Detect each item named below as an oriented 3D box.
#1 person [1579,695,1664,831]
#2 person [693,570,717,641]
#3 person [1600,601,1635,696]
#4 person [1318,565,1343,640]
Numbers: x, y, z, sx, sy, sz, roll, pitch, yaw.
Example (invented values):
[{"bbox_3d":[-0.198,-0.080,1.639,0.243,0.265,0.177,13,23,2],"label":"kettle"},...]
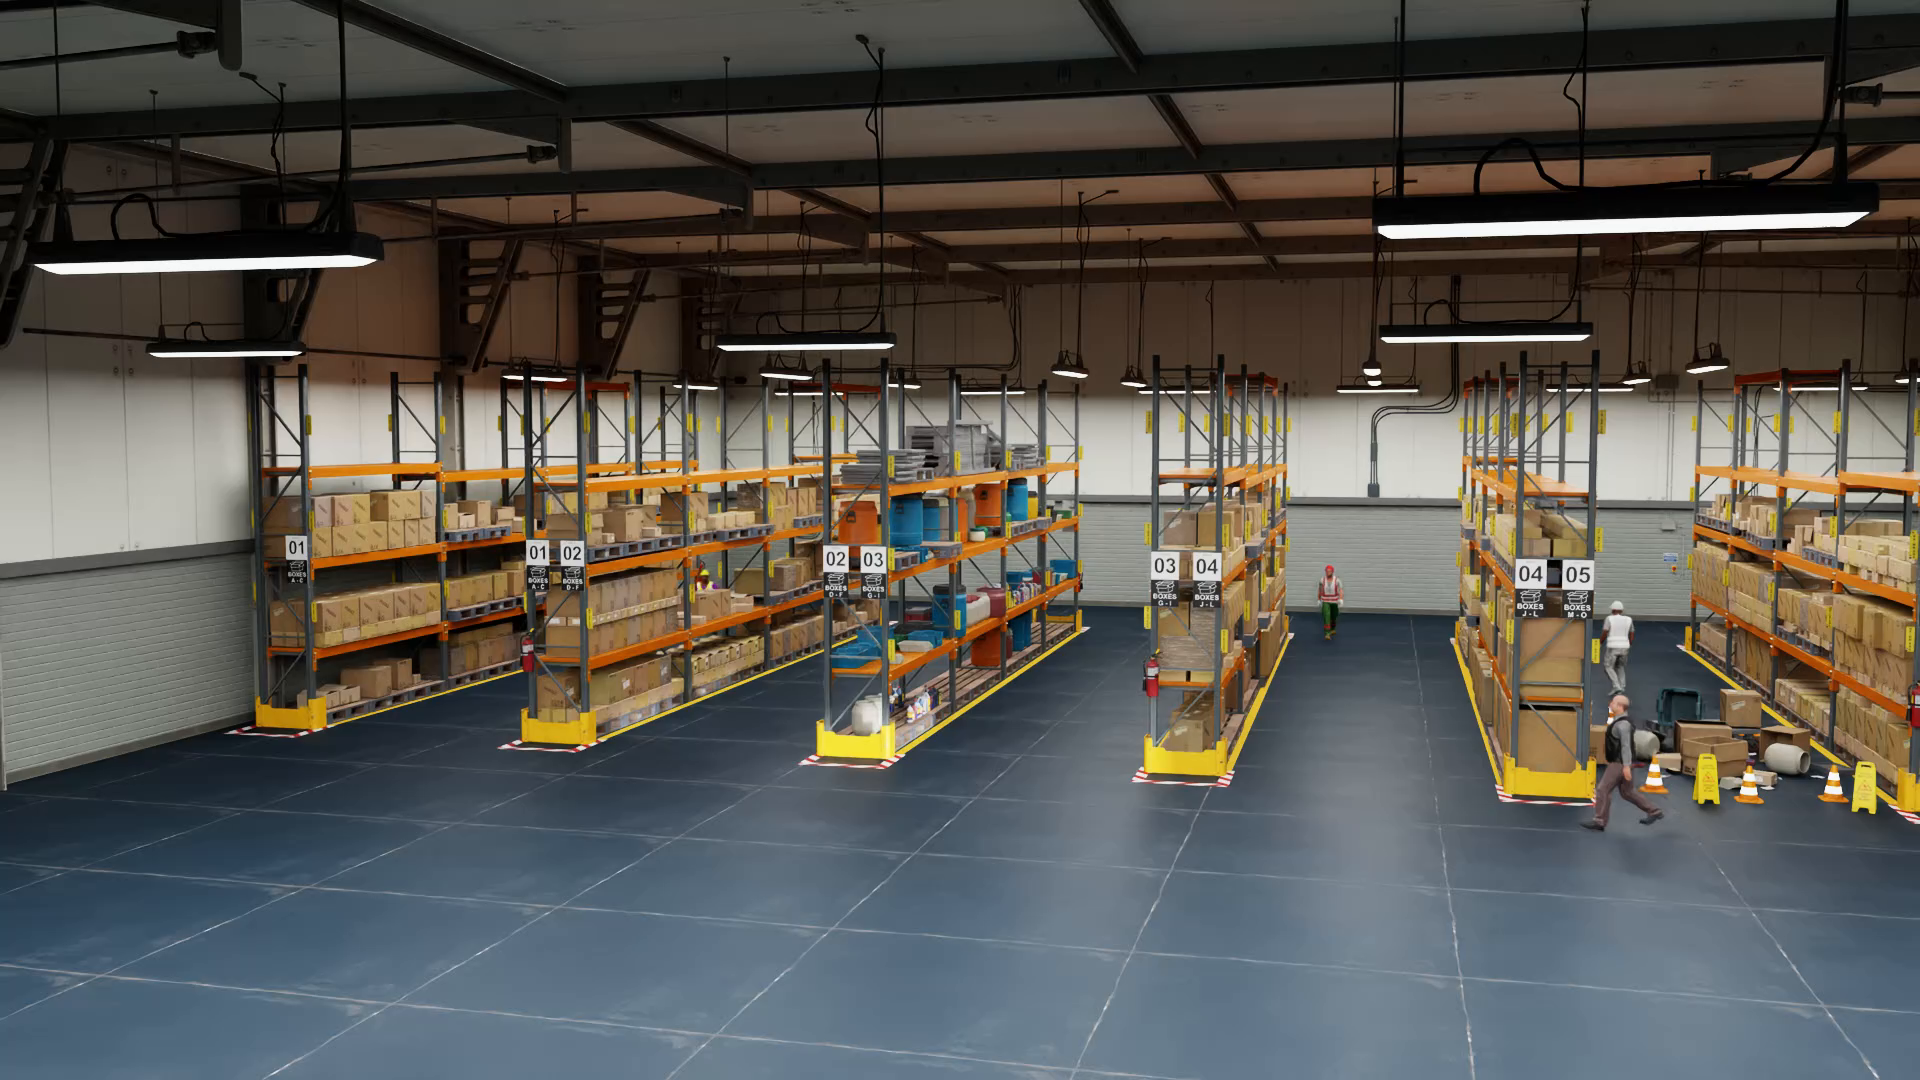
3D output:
[{"bbox_3d":[8.162,2.746,20.459,0.999,1.686,0.542,1,4,16],"label":"person"},{"bbox_3d":[-5.810,1.528,37.655,0.655,1.697,1.092,1,4,9],"label":"person"},{"bbox_3d":[12.177,2.019,30.734,0.636,1.748,0.713,0,4,-6],"label":"person"},{"bbox_3d":[8.663,1.447,38.874,0.560,1.727,1.153,1,4,9],"label":"person"}]
